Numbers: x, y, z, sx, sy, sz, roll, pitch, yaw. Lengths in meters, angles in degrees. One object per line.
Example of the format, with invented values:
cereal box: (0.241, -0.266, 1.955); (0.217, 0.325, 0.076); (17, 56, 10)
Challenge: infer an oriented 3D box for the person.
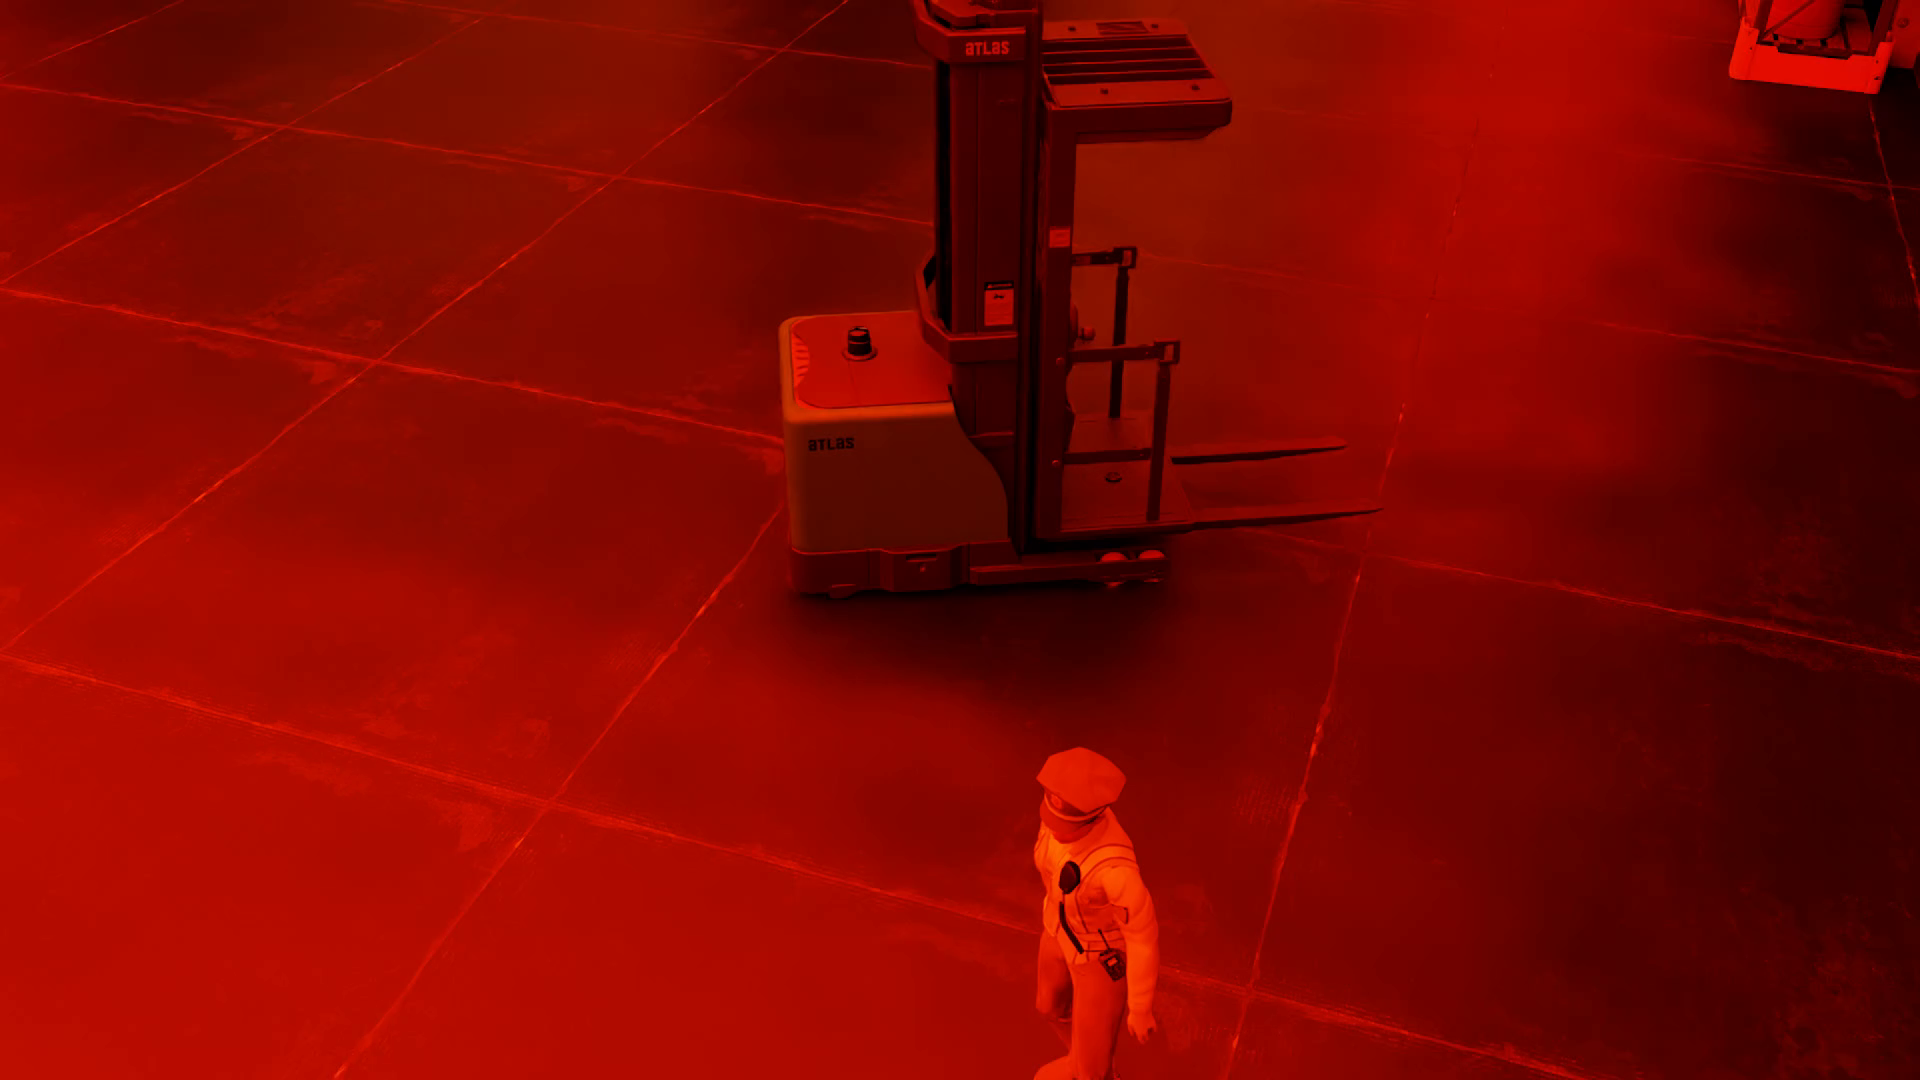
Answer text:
person: (0.412, 1.333, 5.362); (0.381, 1.636, 0.784); (-15, 38, -20)

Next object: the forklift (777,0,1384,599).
forklift: (0.624, -1.268, 7.899); (3.031, 2.935, 1.130); (-4, 36, -5)
